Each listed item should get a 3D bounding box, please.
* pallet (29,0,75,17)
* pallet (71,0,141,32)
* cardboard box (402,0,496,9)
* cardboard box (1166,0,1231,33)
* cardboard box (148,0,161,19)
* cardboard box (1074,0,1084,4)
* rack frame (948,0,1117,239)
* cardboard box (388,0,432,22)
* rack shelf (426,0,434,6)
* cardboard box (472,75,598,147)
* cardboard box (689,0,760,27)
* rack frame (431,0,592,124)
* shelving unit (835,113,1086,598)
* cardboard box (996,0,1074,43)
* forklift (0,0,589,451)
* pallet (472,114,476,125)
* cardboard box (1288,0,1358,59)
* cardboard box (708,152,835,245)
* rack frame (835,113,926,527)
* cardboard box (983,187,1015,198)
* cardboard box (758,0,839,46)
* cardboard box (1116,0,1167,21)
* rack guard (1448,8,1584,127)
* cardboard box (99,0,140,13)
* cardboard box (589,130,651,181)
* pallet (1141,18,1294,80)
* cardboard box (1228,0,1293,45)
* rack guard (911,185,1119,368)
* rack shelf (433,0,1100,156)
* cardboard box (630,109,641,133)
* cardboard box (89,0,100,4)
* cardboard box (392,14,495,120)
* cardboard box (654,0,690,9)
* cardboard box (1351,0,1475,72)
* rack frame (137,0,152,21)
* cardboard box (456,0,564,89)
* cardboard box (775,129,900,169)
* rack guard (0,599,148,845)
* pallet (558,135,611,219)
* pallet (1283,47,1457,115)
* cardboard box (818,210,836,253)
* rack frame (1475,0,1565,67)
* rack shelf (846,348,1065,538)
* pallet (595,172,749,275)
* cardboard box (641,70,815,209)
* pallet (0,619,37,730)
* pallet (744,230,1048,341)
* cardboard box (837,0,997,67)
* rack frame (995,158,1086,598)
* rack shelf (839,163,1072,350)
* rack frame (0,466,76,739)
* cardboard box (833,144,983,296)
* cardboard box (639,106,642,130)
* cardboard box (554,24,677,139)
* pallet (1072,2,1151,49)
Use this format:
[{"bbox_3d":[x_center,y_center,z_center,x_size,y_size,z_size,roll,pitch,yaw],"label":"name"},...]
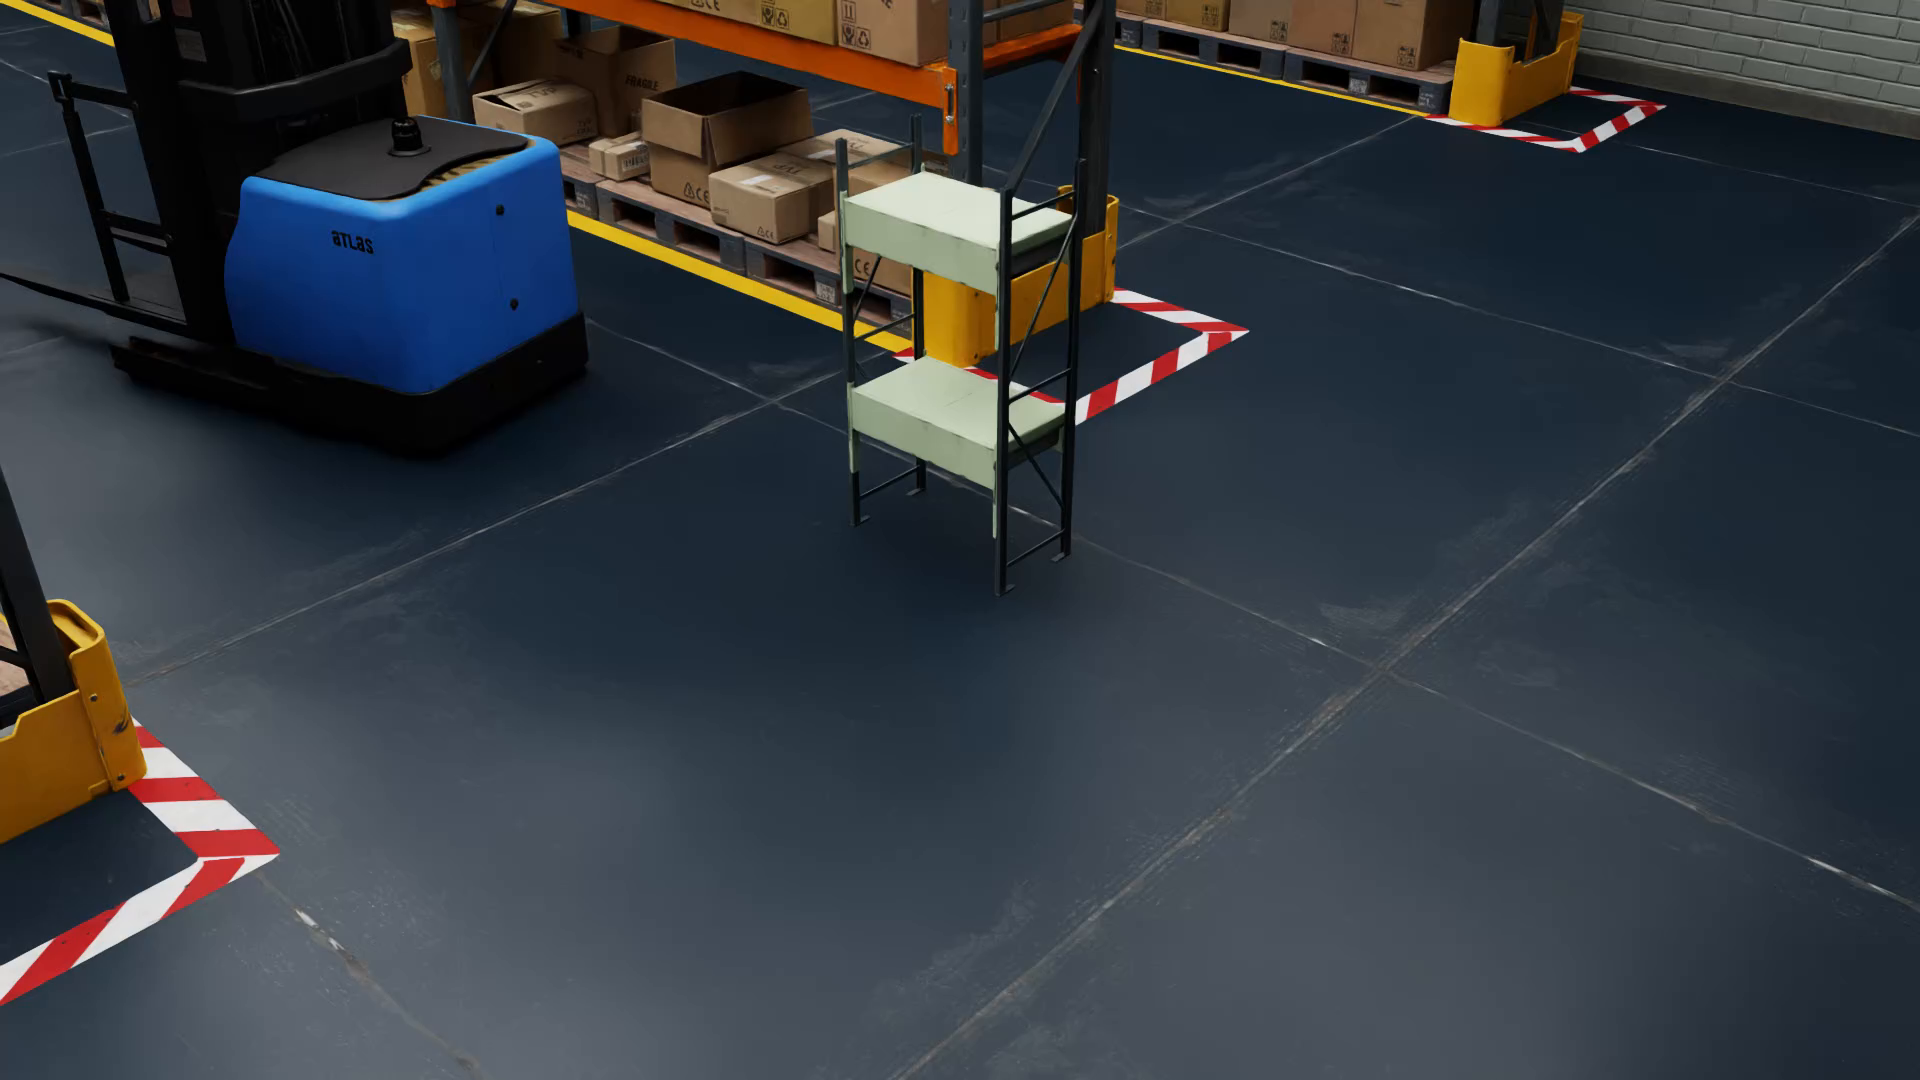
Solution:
[{"bbox_3d":[-7.089,-4.603,13.691,1.213,0.211,1.003,25,39,35],"label":"pallet"},{"bbox_3d":[-6.188,-4.180,12.989,1.213,0.211,1.003,25,39,35],"label":"pallet"},{"bbox_3d":[-3.237,-3.249,10.736,0.500,0.500,0.500,26,39,36],"label":"cardboard box"},{"bbox_3d":[1.918,-4.044,12.075,0.500,0.500,0.700,26,40,36],"label":"cardboard box"},{"bbox_3d":[-5.459,-3.926,11.860,0.500,0.500,0.500,27,40,37],"label":"cardboard box"},{"bbox_3d":[1.168,-4.397,12.663,0.500,0.500,0.700,26,39,36],"label":"cardboard box"},{"bbox_3d":[0.327,-2.306,7.173,0.127,3.000,1.000,25,39,35],"label":"rack frame"},{"bbox_3d":[-3.558,-3.044,10.395,0.500,0.500,0.500,25,39,35],"label":"cardboard box"},{"bbox_3d":[-4.121,-4.075,10.808,4.000,0.370,1.077,25,39,35],"label":"rack shelf"},{"bbox_3d":[-2.473,-2.499,9.674,0.500,0.311,0.500,25,39,35],"label":"cardboard box"},{"bbox_3d":[-0.941,-2.753,7.818,0.500,0.500,0.500,25,39,35],"label":"cardboard box"},{"bbox_3d":[-2.639,-3.691,9.473,0.127,3.000,1.000,25,39,35],"label":"rack frame"},{"bbox_3d":[-0.005,-0.645,5.867,0.755,1.500,0.431,25,39,35],"label":"shelving unit"},{"bbox_3d":[0.175,-2.604,7.570,0.500,0.500,0.500,26,40,36],"label":"cardboard box"},{"bbox_3d":[-3.205,-2.156,6.990,3.031,2.935,1.130,16,34,24],"label":"forklift"},{"bbox_3d":[-3.267,-2.763,10.635,1.213,0.211,1.003,25,39,35],"label":"pallet"},{"bbox_3d":[2.691,-3.688,11.485,0.500,0.500,0.700,25,39,35],"label":"cardboard box"},{"bbox_3d":[-0.926,-1.751,8.490,0.500,0.250,0.500,25,39,35],"label":"cardboard box"},{"bbox_3d":[-0.276,-0.772,6.077,0.023,1.500,0.400,25,39,35],"label":"rack frame"},{"bbox_3d":[0.062,-1.644,8.393,0.250,0.166,0.380,25,39,35],"label":"cardboard box"},{"bbox_3d":[-0.575,-2.578,7.528,0.500,0.500,0.500,25,39,35],"label":"cardboard box"},{"bbox_3d":[1.539,-4.222,12.372,0.500,0.500,0.700,25,39,35],"label":"cardboard box"},{"bbox_3d":[3.666,-3.123,10.953,0.348,0.500,1.175,25,39,35],"label":"rack guard"},{"bbox_3d":[-6.158,-4.166,12.521,0.500,0.250,0.500,26,40,36],"label":"cardboard box"},{"bbox_3d":[-1.824,-2.142,9.220,0.250,0.166,0.380,25,39,35],"label":"cardboard box"},{"bbox_3d":[2.103,-3.676,12.152,1.213,0.211,1.003,25,39,35],"label":"pallet"},{"bbox_3d":[2.318,-3.862,11.773,0.500,0.500,0.700,24,38,34],"label":"cardboard box"},{"bbox_3d":[0.271,-1.262,7.861,0.348,0.500,1.175,25,39,35],"label":"rack guard"},{"bbox_3d":[-1.156,-2.690,8.508,4.000,0.370,1.077,25,39,35],"label":"rack shelf"},{"bbox_3d":[-1.707,-2.462,9.770,0.250,0.149,0.380,25,39,35],"label":"cardboard box"},{"bbox_3d":[-6.543,-4.343,12.815,0.500,0.250,0.500,25,39,35],"label":"cardboard box"},{"bbox_3d":[-3.197,-2.870,10.105,0.500,0.500,0.500,25,39,35],"label":"cardboard box"},{"bbox_3d":[-1.314,-2.928,8.108,0.500,0.500,0.500,24,39,34],"label":"cardboard box"},{"bbox_3d":[3.062,-3.515,11.197,0.500,0.500,0.700,25,39,35],"label":"cardboard box"},{"bbox_3d":[-5.604,-5.075,11.772,0.127,3.000,1.000,25,39,35],"label":"rack frame"},{"bbox_3d":[-2.834,-3.069,10.437,0.500,0.500,0.500,23,38,33],"label":"cardboard box"},{"bbox_3d":[-0.627,-1.960,8.836,0.500,0.250,0.500,25,39,35],"label":"cardboard box"},{"bbox_3d":[-2.973,0.661,4.668,0.348,0.500,1.175,25,39,35],"label":"rack guard"},{"bbox_3d":[-2.130,-2.258,9.796,1.213,0.211,1.003,25,39,35],"label":"pallet"},{"bbox_3d":[3.003,-3.254,11.451,1.213,0.211,1.003,25,39,35],"label":"pallet"},{"bbox_3d":[-0.481,-1.550,8.236,0.250,0.166,0.380,25,39,35],"label":"cardboard box"},{"bbox_3d":[3.648,-4.202,10.322,0.127,3.000,1.000,25,39,35],"label":"rack frame"},{"bbox_3d":[-0.005,-0.366,6.035,0.720,0.370,0.431,25,39,35],"label":"rack shelf"},{"bbox_3d":[-1.221,-1.836,9.095,1.213,0.211,1.003,25,39,35],"label":"pallet"},{"bbox_3d":[-1.242,-2.162,8.926,0.637,0.503,0.797,25,39,35],"label":"cardboard box"},{"bbox_3d":[-3.585,0.481,5.247,1.213,0.211,1.003,25,39,35],"label":"pallet"},{"bbox_3d":[-0.321,-1.414,8.394,1.213,0.211,1.003,25,39,35],"label":"pallet"},{"bbox_3d":[-0.188,-2.400,7.232,0.500,0.500,0.500,26,40,36],"label":"cardboard box"},{"bbox_3d":[0.266,-0.518,5.657,0.023,1.500,0.400,25,39,35],"label":"rack frame"},{"bbox_3d":[-0.005,-0.979,5.666,0.720,0.370,0.431,25,39,35],"label":"rack shelf"},{"bbox_3d":[-2.999,-0.414,4.029,0.127,3.000,1.000,25,39,35],"label":"rack frame"},{"bbox_3d":[-0.241,-1.518,7.860,0.500,0.500,0.500,25,39,35],"label":"cardboard box"},{"bbox_3d":[-1.470,-2.379,9.474,0.500,0.311,0.500,25,39,35],"label":"cardboard box"},{"bbox_3d":[-2.026,-2.720,9.856,0.500,0.500,0.500,25,39,35],"label":"cardboard box"},{"bbox_3d":[1.194,-4.099,12.854,1.213,0.211,1.003,25,39,35],"label":"pallet"}]
